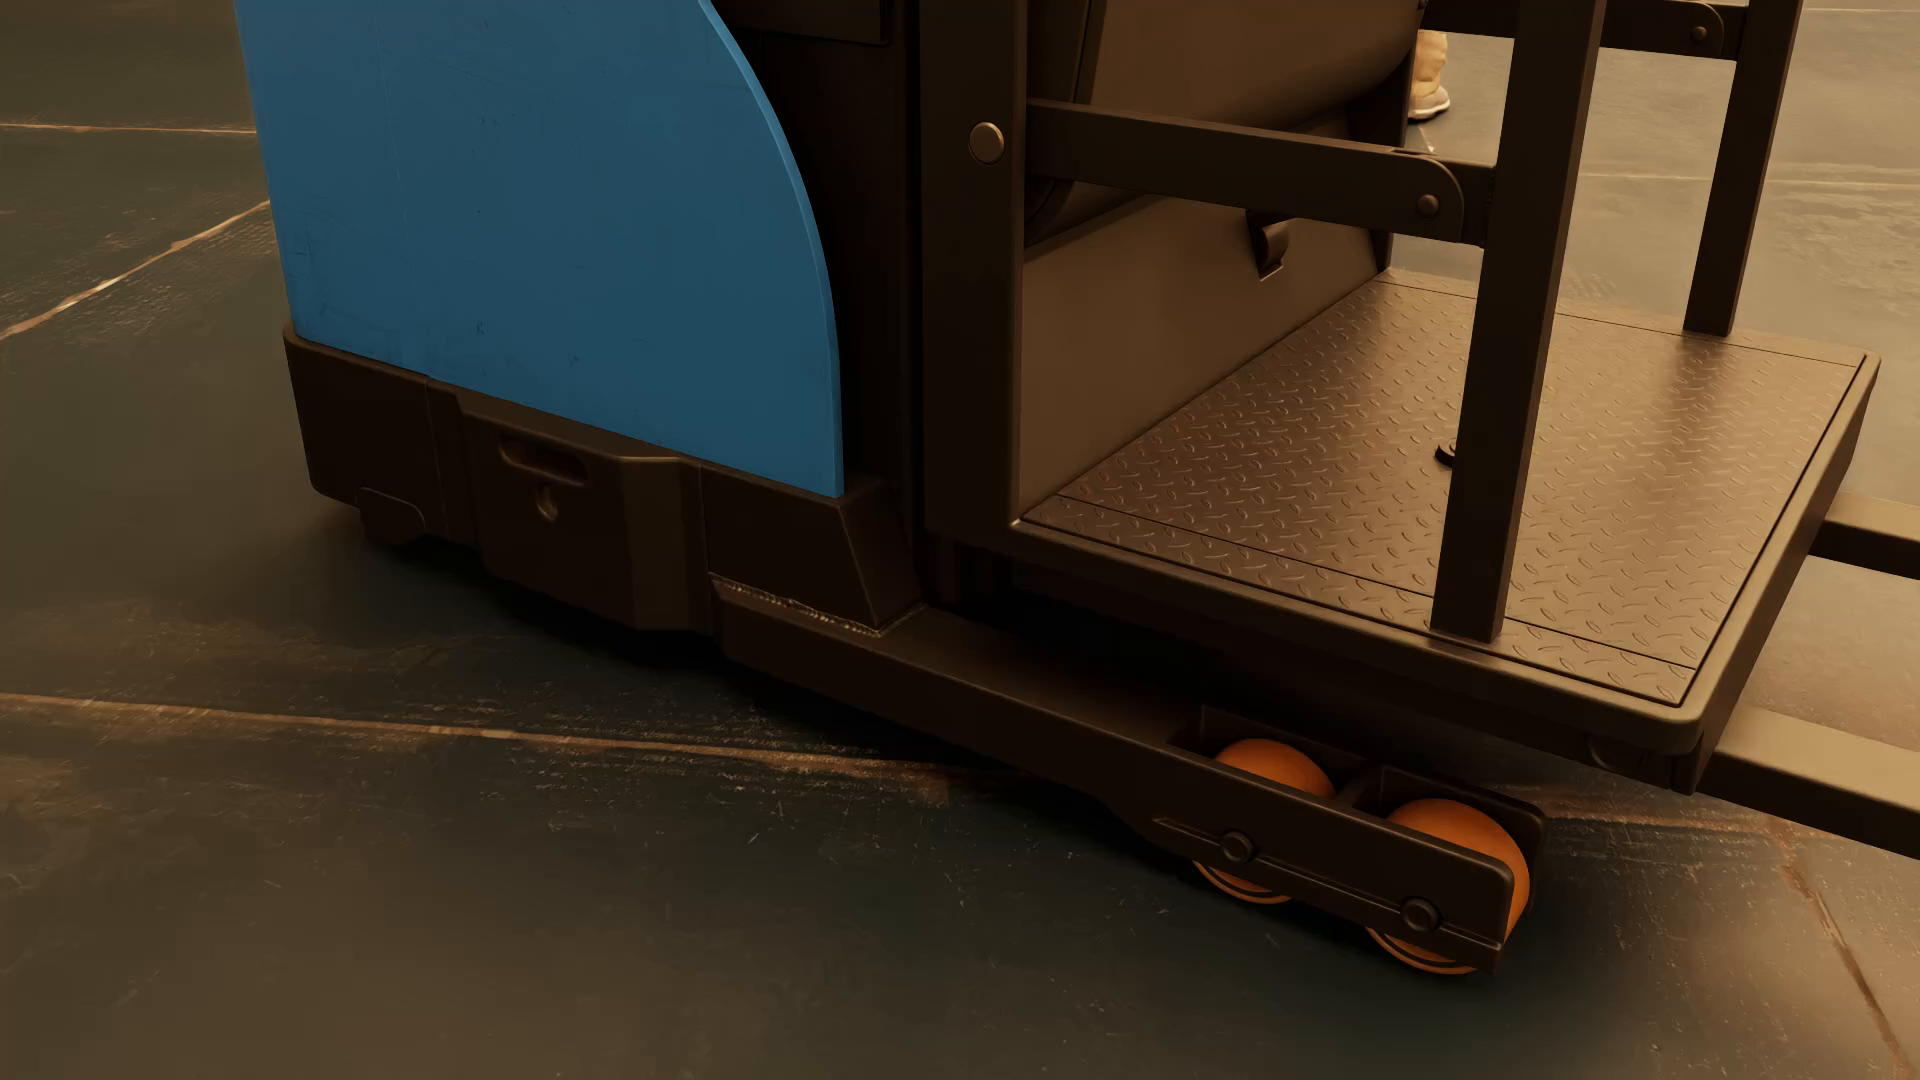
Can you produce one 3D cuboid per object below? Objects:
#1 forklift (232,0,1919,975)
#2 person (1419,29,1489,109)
[{"bbox_3d":[0.520,-1.155,1.533,3.031,2.935,1.130,17,31,30],"label":"forklift"},{"bbox_3d":[1.302,-2.143,4.843,0.640,1.727,0.551,11,29,22],"label":"person"}]
